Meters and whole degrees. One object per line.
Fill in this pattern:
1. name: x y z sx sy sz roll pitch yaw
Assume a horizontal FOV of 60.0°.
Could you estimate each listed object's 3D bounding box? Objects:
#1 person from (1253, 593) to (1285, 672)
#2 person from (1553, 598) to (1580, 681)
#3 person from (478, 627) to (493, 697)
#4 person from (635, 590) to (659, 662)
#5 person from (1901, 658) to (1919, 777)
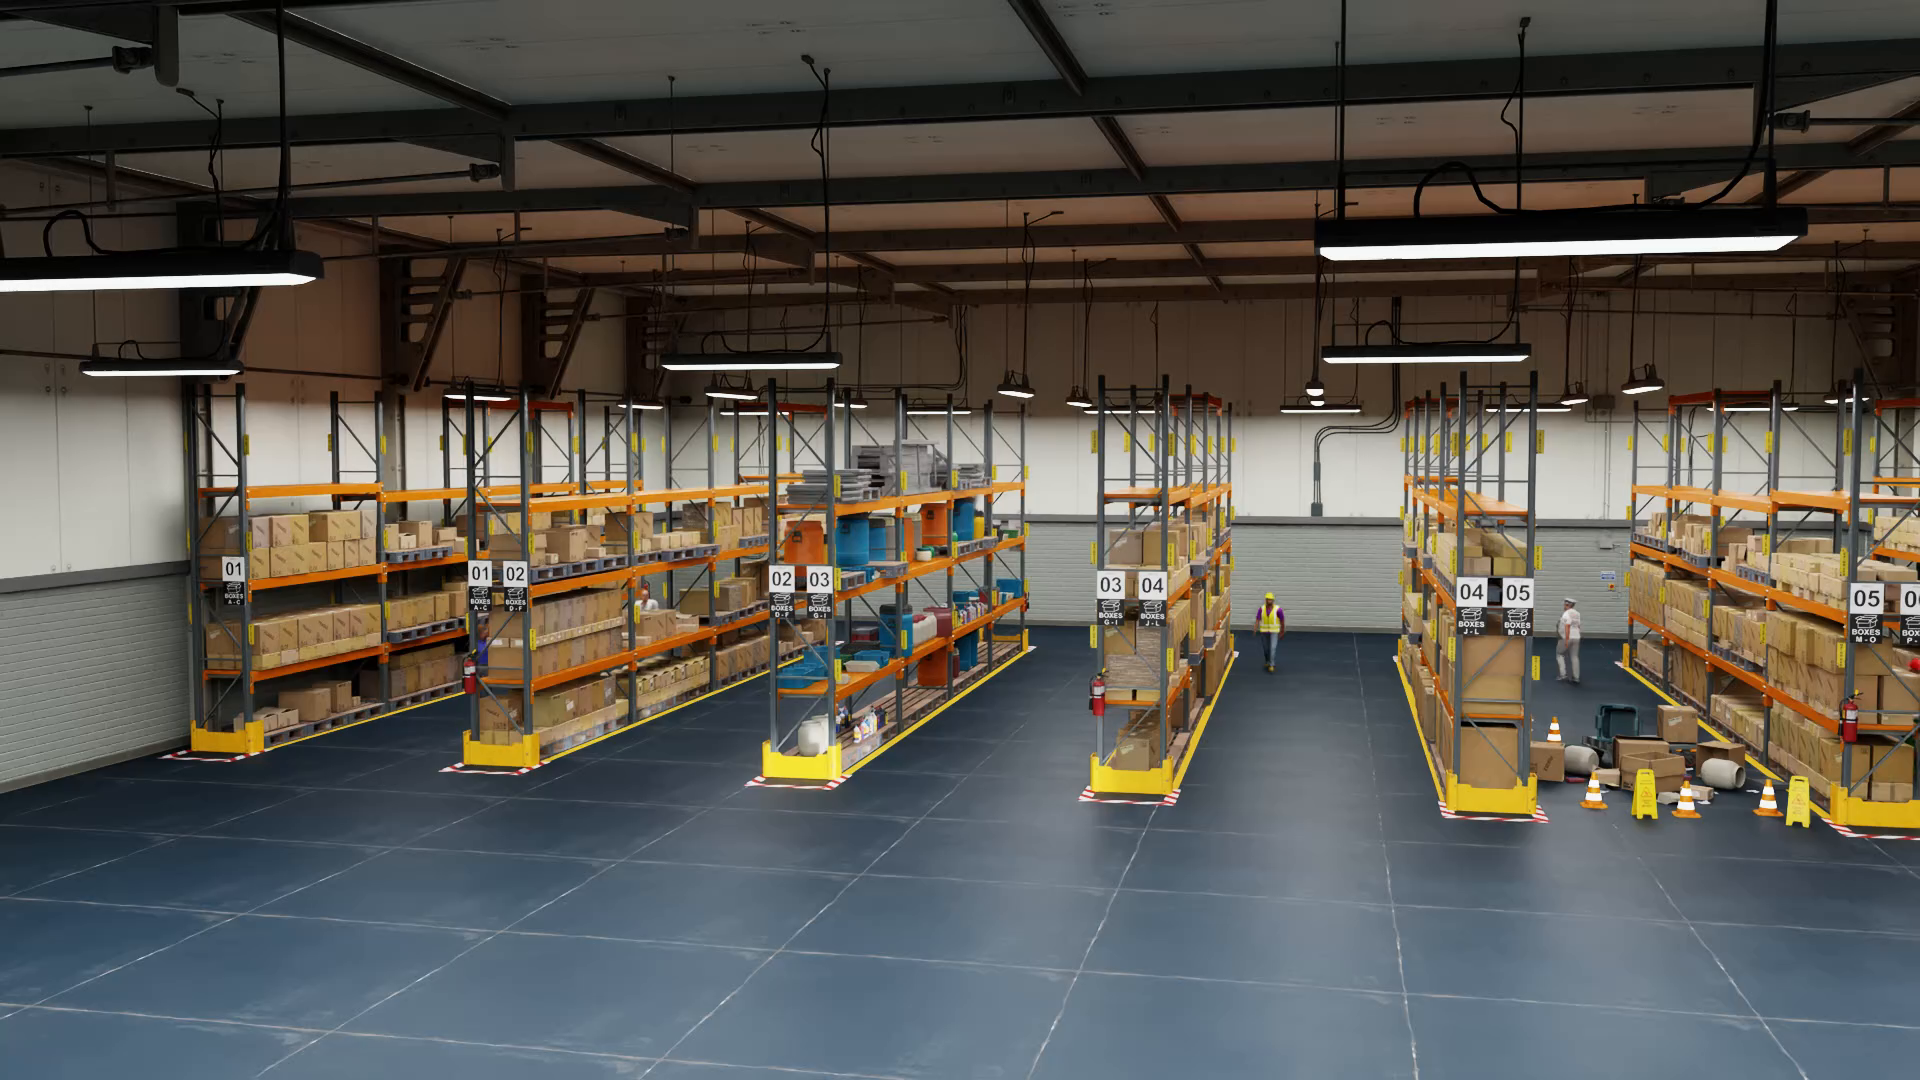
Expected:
1. person: 6.827 2.025 36.760 0.663 1.704 1.077 1 3 15
2. person: 12.921 2.138 35.159 0.546 1.811 0.557 -1 3 -12
3. person: -8.787 2.450 30.651 0.477 1.651 0.731 -1 3 -12
4. person: -7.174 1.952 37.931 0.671 1.654 0.584 0 3 4
5. person: 14.450 2.680 25.075 0.551 1.790 0.540 1 3 12
